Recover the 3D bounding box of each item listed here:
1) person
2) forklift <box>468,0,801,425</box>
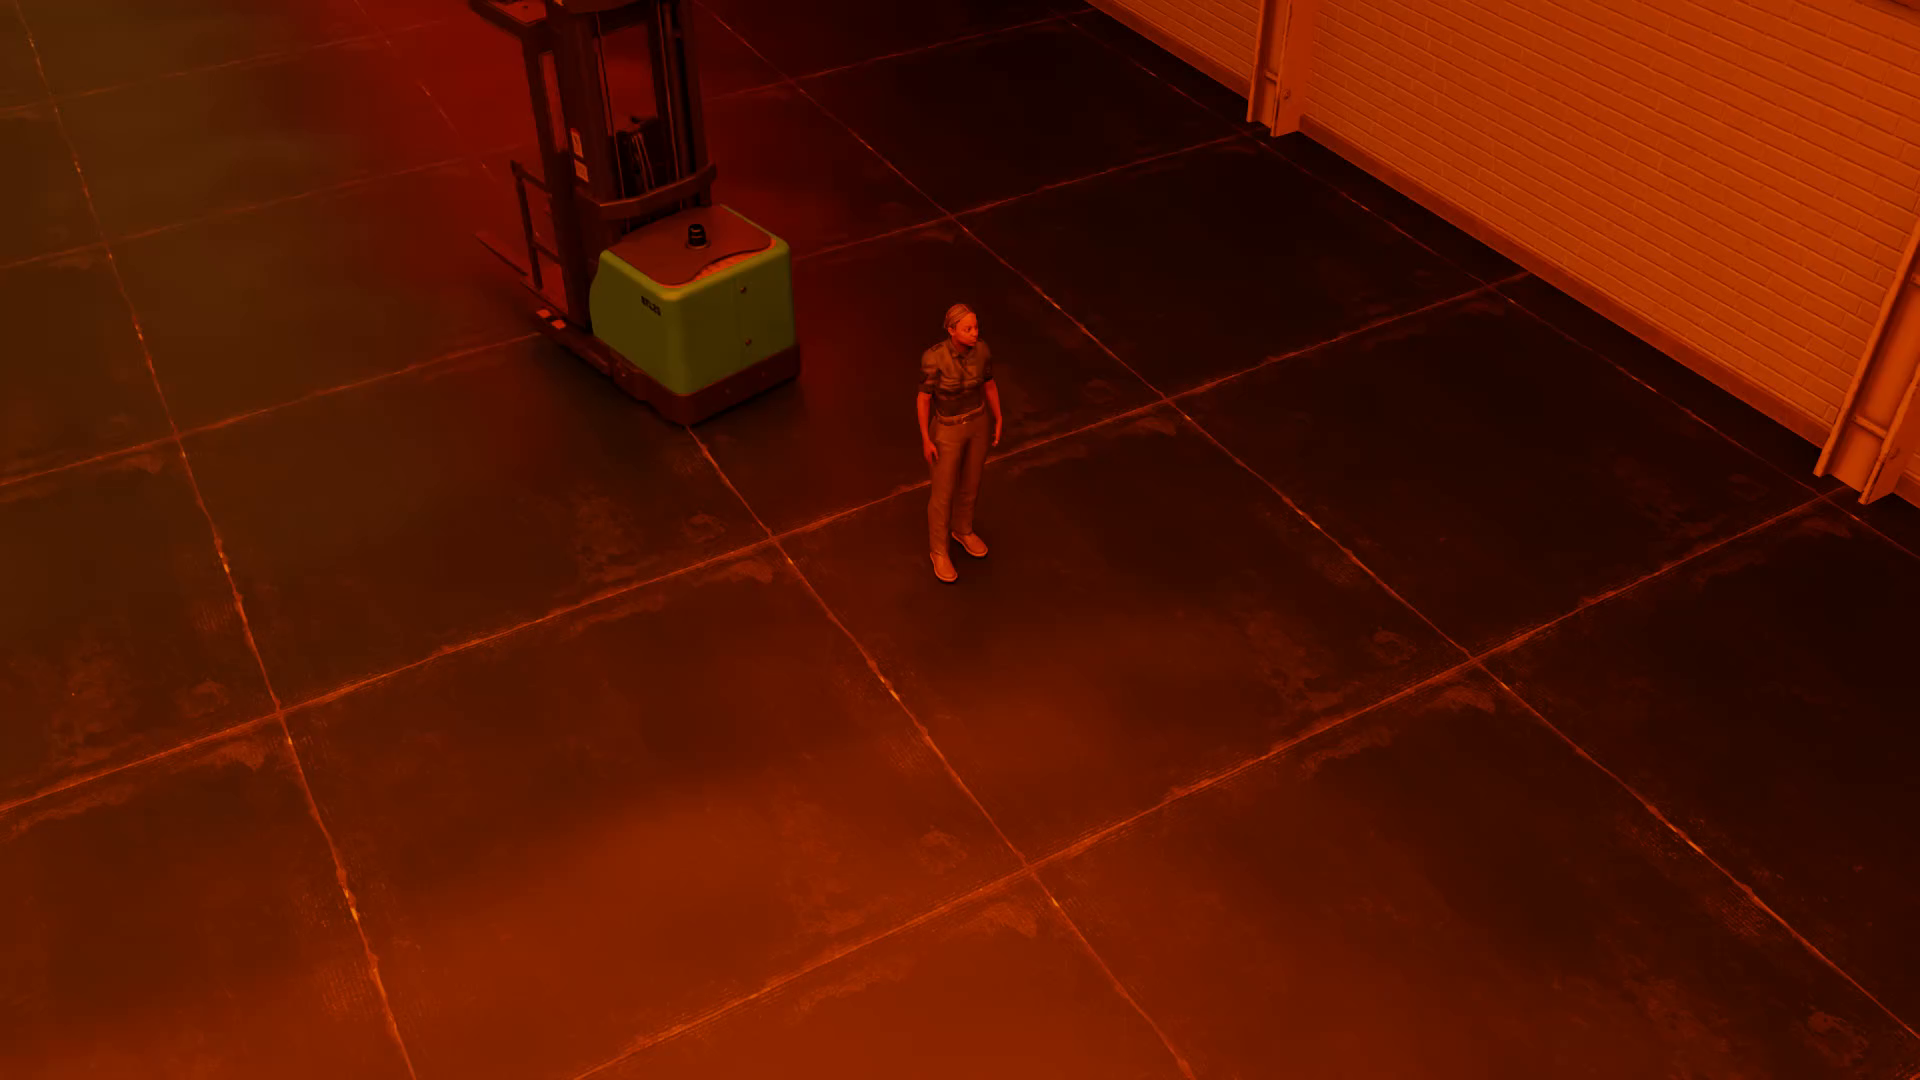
[{"bbox_3d":[0.027,-0.583,9.737,0.570,1.644,0.503,-20,44,-23],"label":"person"},{"bbox_3d":[-2.480,-2.753,11.355,1.130,2.935,3.031,-30,48,-31],"label":"forklift"}]
